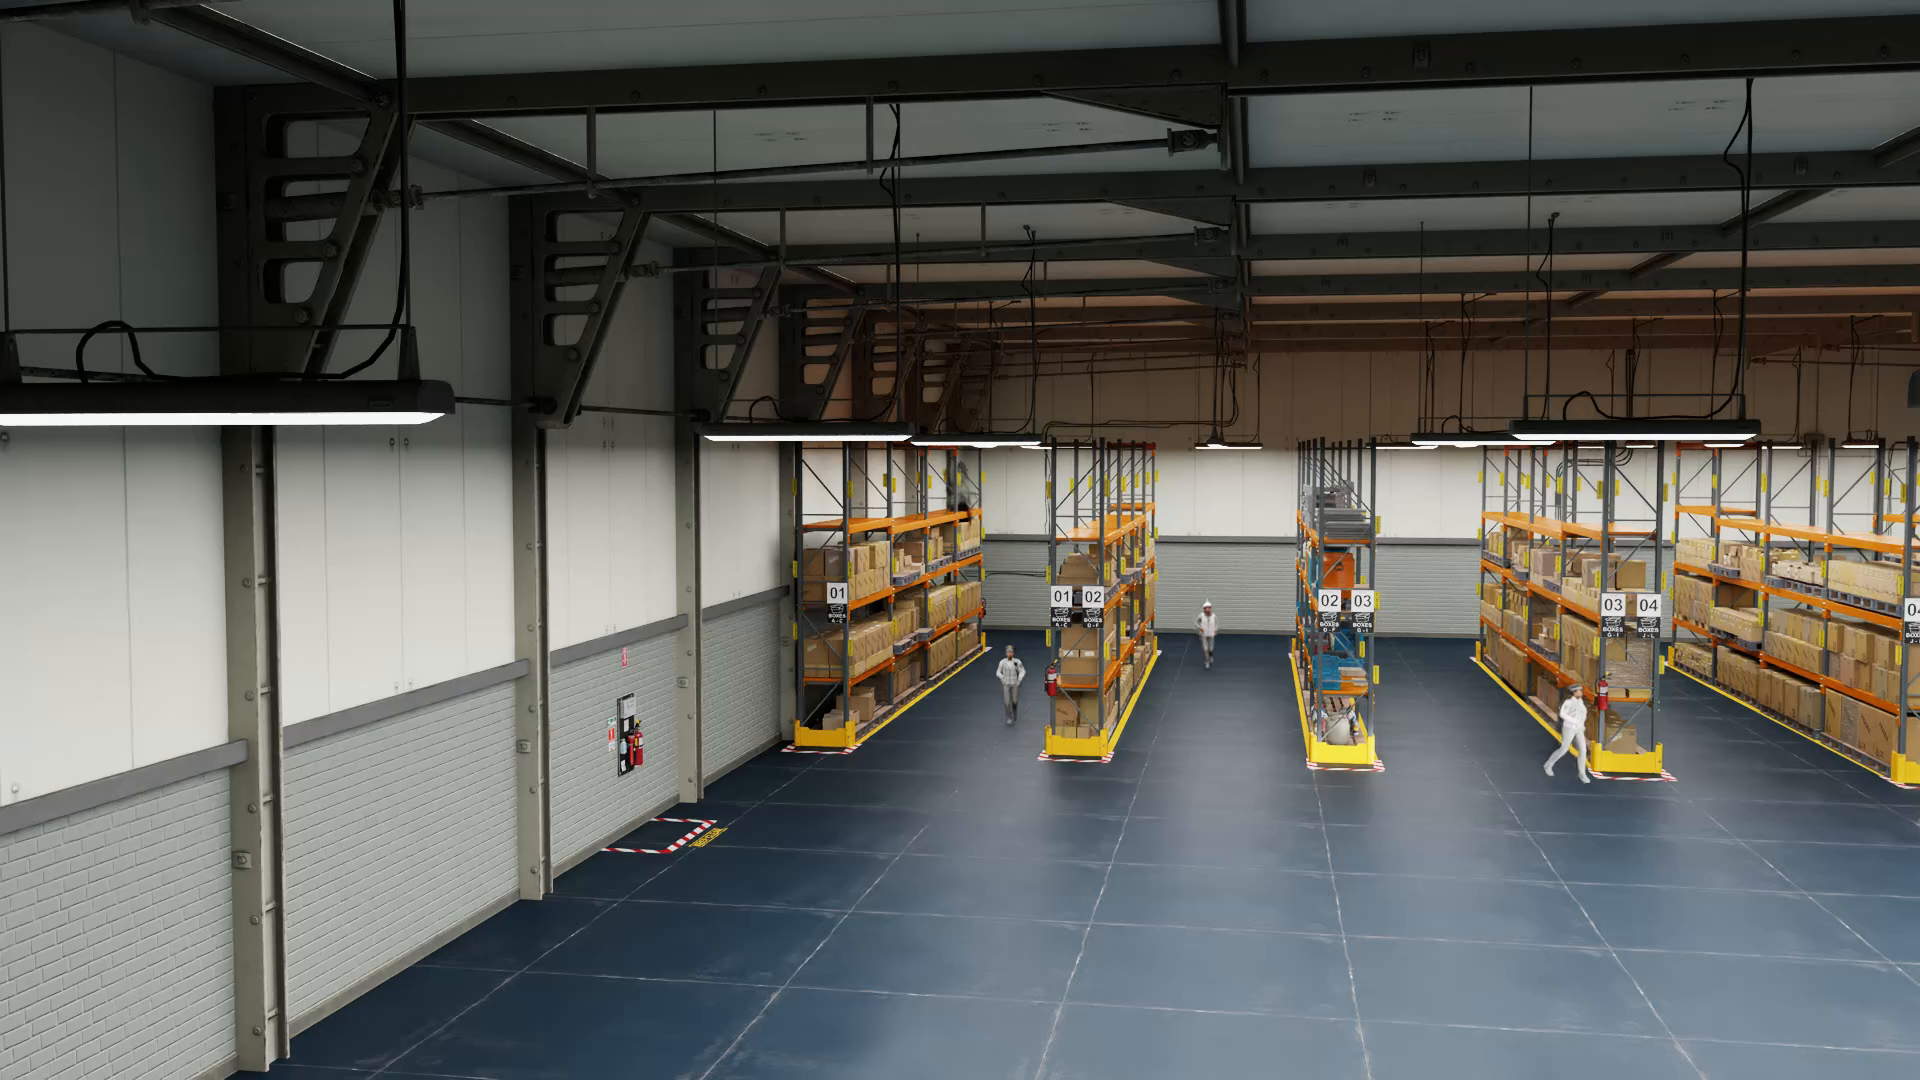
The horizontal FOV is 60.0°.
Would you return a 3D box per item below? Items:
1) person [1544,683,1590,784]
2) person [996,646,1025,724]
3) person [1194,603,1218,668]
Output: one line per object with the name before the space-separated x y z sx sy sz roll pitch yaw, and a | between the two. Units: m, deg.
person | 10.749 3.335 29.083 0.680 1.679 0.888 -2 3 -30
person | 1.061 3.041 34.927 0.606 1.652 0.552 0 3 4
person | 6.549 2.527 44.146 0.655 1.746 0.625 0 3 -2
